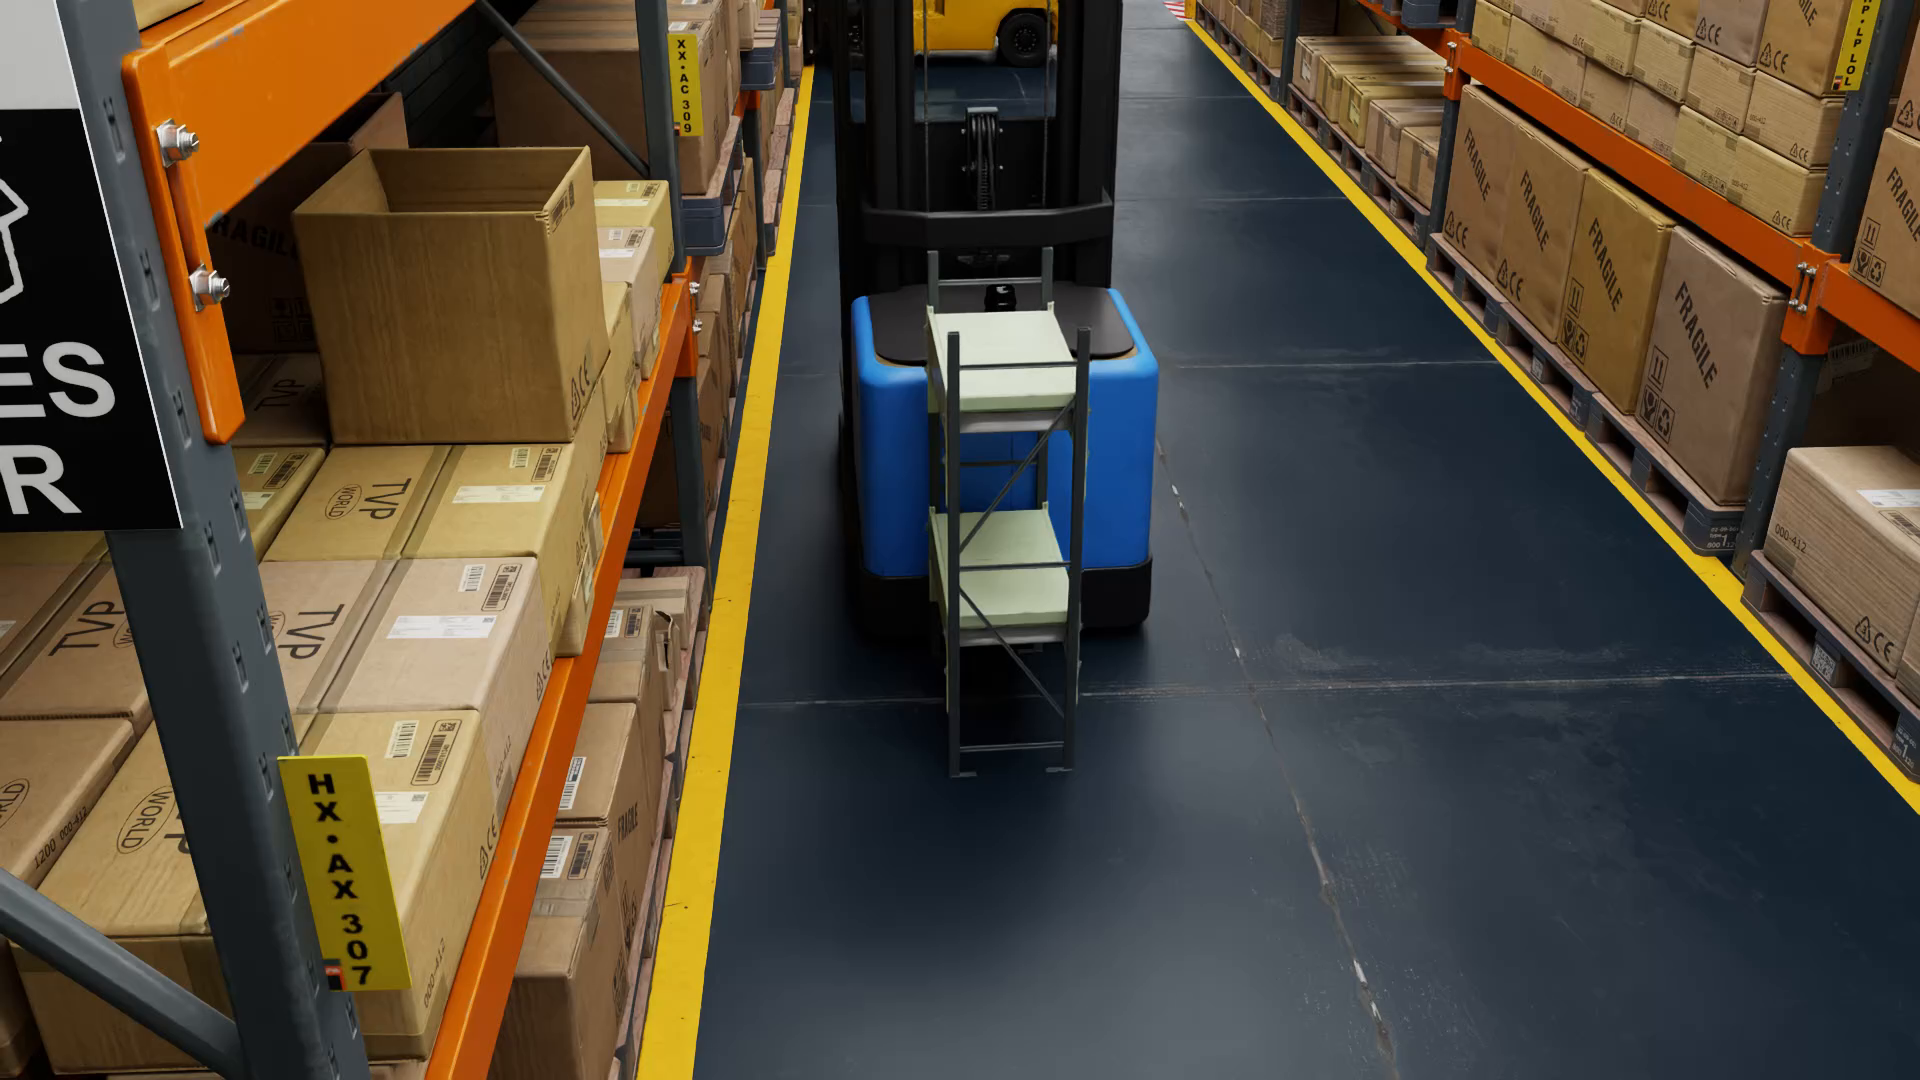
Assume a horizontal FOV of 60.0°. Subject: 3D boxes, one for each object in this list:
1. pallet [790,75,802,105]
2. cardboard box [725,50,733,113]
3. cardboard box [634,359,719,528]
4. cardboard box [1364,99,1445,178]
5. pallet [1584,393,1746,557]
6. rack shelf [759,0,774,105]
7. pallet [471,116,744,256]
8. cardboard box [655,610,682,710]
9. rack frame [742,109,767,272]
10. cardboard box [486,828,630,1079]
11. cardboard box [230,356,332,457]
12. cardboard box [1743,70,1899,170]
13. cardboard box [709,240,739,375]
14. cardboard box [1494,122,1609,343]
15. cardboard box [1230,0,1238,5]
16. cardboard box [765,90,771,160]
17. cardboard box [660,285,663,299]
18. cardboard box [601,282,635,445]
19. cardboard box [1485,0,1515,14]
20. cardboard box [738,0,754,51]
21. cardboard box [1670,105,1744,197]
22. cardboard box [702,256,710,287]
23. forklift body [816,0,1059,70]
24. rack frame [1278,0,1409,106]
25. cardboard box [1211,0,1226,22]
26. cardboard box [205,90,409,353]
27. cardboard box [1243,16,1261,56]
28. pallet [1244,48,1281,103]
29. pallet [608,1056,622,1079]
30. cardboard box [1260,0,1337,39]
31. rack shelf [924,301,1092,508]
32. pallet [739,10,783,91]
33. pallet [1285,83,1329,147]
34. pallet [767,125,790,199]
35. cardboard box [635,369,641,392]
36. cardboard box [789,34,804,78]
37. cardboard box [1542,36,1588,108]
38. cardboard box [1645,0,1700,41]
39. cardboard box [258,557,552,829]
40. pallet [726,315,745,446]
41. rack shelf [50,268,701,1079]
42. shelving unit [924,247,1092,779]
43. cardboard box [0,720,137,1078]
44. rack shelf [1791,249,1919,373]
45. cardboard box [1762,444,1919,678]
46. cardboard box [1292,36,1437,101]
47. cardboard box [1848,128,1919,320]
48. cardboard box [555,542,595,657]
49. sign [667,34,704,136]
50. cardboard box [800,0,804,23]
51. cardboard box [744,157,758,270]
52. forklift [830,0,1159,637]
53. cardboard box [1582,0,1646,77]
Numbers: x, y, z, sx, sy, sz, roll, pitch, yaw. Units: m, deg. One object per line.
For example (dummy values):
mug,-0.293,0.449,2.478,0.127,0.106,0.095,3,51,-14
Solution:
pallet,-1.853,-3.901,14.001,1.003,0.211,1.213,-1,28,-3
cardboard box,-1.125,-1.852,6.749,0.396,0.266,0.258,0,28,0
cardboard box,-1.236,-0.381,6.486,0.500,0.500,0.500,0,28,0
cardboard box,3.246,-2.666,11.006,0.950,0.372,0.625,-2,28,-4
pallet,3.406,-0.314,7.124,1.003,0.211,1.213,-1,28,-3
rack shelf,-1.749,-3.526,11.046,1.077,0.370,4.000,-1,28,-3
pallet,-1.368,-1.361,6.324,1.003,0.211,1.213,-1,28,-3
cardboard box,-1.094,0.367,5.306,0.396,0.266,0.258,0,28,-1
rack frame,-1.644,-2.922,9.108,1.000,3.000,0.127,-1,28,-3
cardboard box,-1.170,1.014,3.811,0.700,0.500,0.500,0,28,-1
cardboard box,-1.590,-0.207,3.744,0.500,0.250,0.500,-1,28,-3
cardboard box,3.255,-1.549,6.098,0.500,0.250,0.500,-1,28,-3
cardboard box,-1.316,-1.097,7.859,0.500,0.500,0.500,-2,28,-4
cardboard box,3.308,-1.555,8.330,0.875,0.875,0.875,-1,28,-2
cardboard box,2.712,-5.174,15.135,0.500,0.500,0.500,-1,28,-2
cardboard box,-1.741,-2.956,11.288,0.875,0.625,0.625,-2,28,-5
cardboard box,-1.167,-0.822,5.354,0.380,0.149,0.250,-1,28,-2
cardboard box,-1.112,-0.449,4.208,0.500,0.250,0.500,-2,28,-3
cardboard box,3.092,-2.959,8.801,0.500,0.250,0.500,-2,28,-3
cardboard box,-1.266,-2.562,8.127,0.500,0.250,0.500,-3,28,-5
cardboard box,3.221,-1.566,6.671,0.500,0.250,0.500,-2,28,-3
cardboard box,-1.319,-1.214,7.381,0.380,0.149,0.250,0,28,-1
forklift body,-0.141,-5.408,14.794,2.313,2.155,1.214,-1,28,-3
rack frame,3.103,-4.891,12.883,1.000,3.000,0.127,-1,28,-3
cardboard box,2.680,-5.090,15.784,0.500,0.250,0.500,0,28,-1
cardboard box,-1.623,-0.778,4.028,0.500,0.500,0.500,-2,28,-4
cardboard box,2.766,-4.370,14.404,0.500,0.250,0.500,-2,28,-4
pallet,3.033,-3.964,14.121,1.003,0.211,1.213,-1,28,-3
pallet,-1.273,1.606,3.443,1.003,0.211,1.213,-1,28,-3
cardboard box,2.805,-4.457,13.760,0.500,0.500,0.500,-2,28,-3
rack shelf,0.130,-0.432,5.112,0.431,0.370,0.720,-2,28,-5
pallet,-1.539,-2.525,8.556,1.213,0.211,1.003,-1,28,-3
pallet,3.146,-3.295,12.839,1.003,0.211,1.213,-1,28,-3
pallet,-1.709,-2.629,11.562,1.003,0.211,1.213,-1,28,-3
cardboard box,-1.107,-0.461,4.662,0.380,0.149,0.250,-1,28,-1
cardboard box,-1.548,-3.968,13.633,0.500,0.250,0.500,-1,28,-2
cardboard box,3.153,-2.266,8.013,0.500,0.250,0.500,0,28,-1
cardboard box,3.206,-2.357,6.837,0.500,0.500,0.500,-1,28,-1
cardboard box,-1.008,0.258,2.851,0.500,0.250,0.500,-1,28,-2
pallet,-1.582,-0.778,8.013,1.003,0.211,1.213,-1,28,-3
rack shelf,-1.331,0.168,3.962,1.077,0.370,4.000,-1,28,-3
shelving unit,0.130,-0.086,5.293,0.431,1.500,0.755,-2,28,-5
cardboard box,-1.516,0.501,2.386,0.500,0.250,0.500,-1,28,-1
rack shelf,3.626,0.046,4.195,1.077,0.370,4.000,-1,28,-3
cardboard box,3.447,0.046,5.734,0.875,0.438,0.875,-2,28,-3
cardboard box,3.133,-3.670,12.930,0.950,0.372,0.625,-1,28,-2
cardboard box,3.284,-1.017,5.349,0.500,0.500,0.500,-1,28,-1
cardboard box,-0.987,0.129,3.530,0.380,0.149,0.250,-2,28,-4
sign,-0.894,-1.475,5.398,0.100,0.325,0.005,-1,28,-3
cardboard box,-1.613,-4.654,14.407,0.500,0.250,0.500,-2,28,-3
cardboard box,-1.408,-1.810,9.225,0.500,0.500,0.500,-1,28,-1
forklift,0.038,-1.603,6.654,1.130,2.935,3.031,-2,28,-5
cardboard box,3.145,-2.255,7.451,0.500,0.250,0.500,-1,28,-2
